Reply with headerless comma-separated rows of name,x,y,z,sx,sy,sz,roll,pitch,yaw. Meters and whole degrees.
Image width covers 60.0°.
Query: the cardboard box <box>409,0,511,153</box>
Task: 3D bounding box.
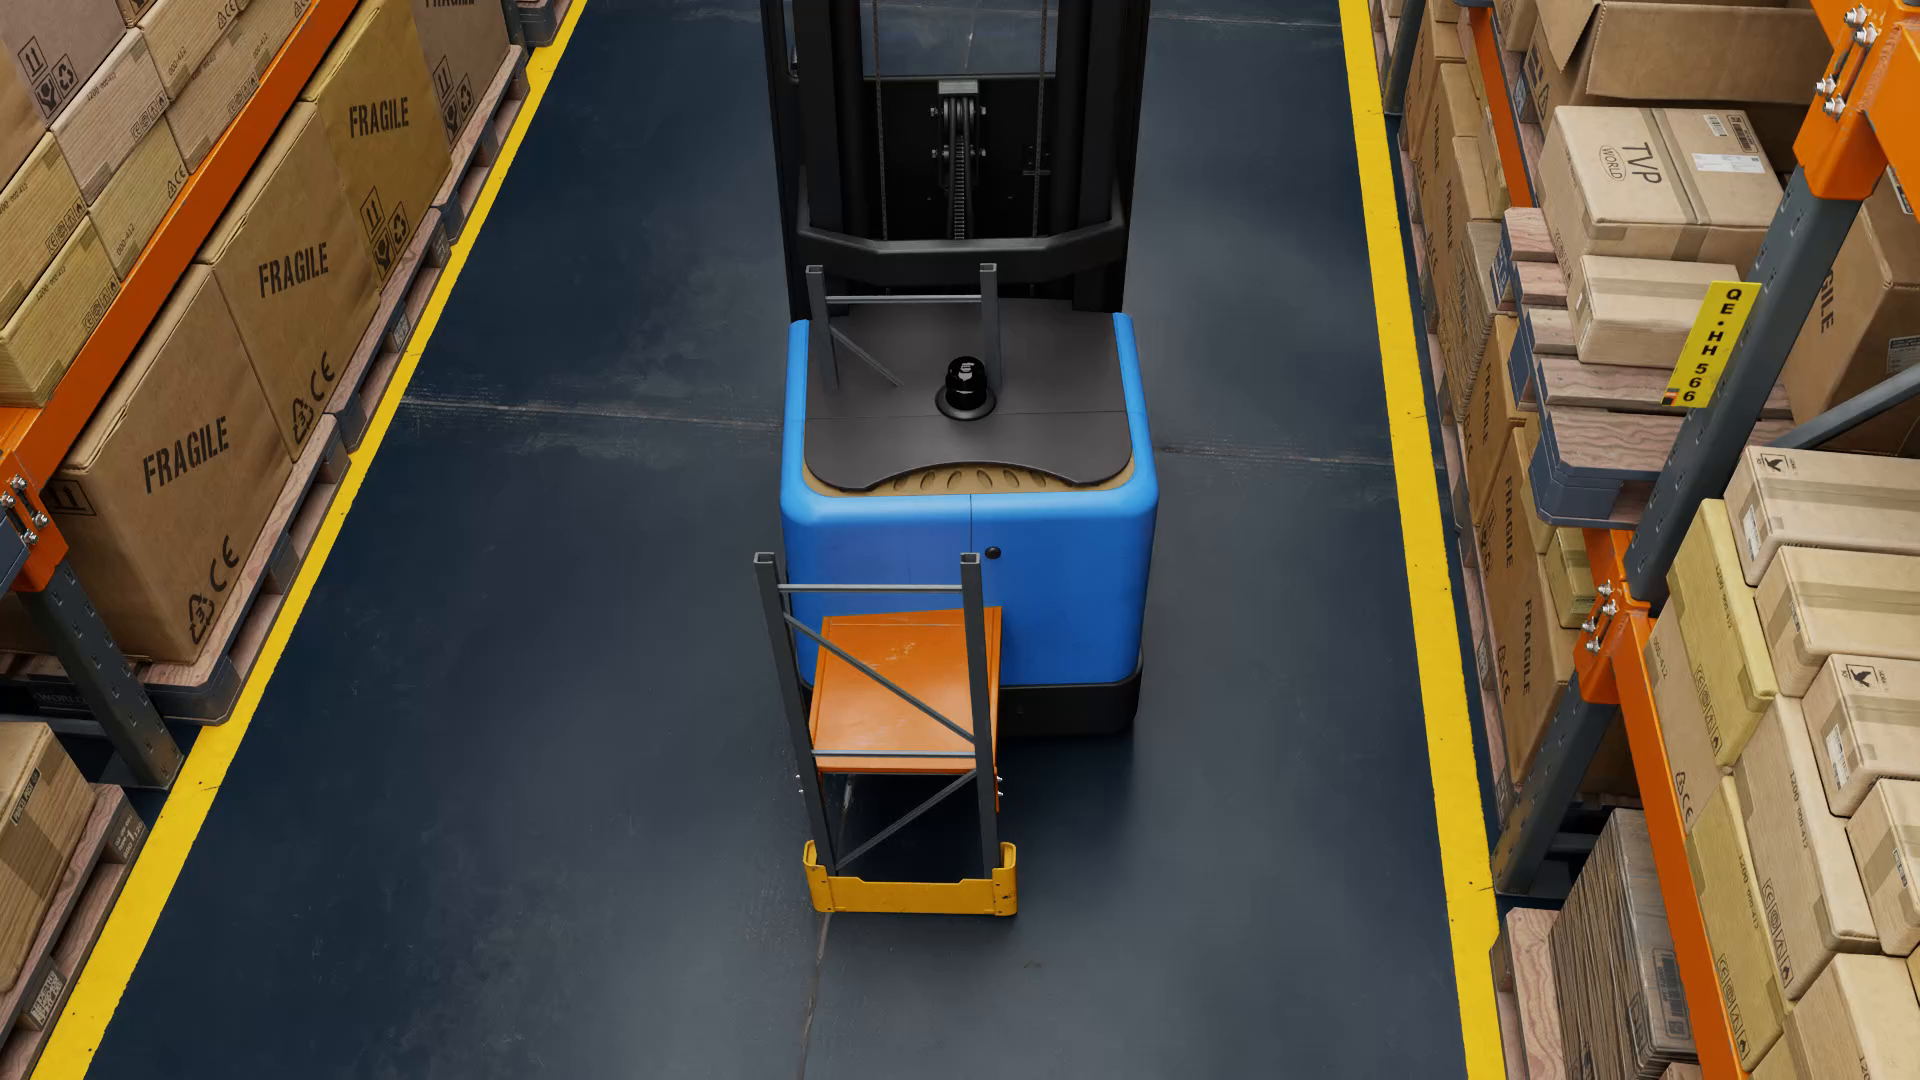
cardboard box,-2.505,-2.229,6.911,0.875,0.875,0.875,5,48,5

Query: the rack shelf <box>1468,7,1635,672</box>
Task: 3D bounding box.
rack shelf,2.232,-1.222,5.322,1.077,0.370,4.000,4,48,4

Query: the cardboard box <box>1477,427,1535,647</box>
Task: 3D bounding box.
cardboard box,1.931,0.015,5.113,0.500,0.500,0.500,3,48,3

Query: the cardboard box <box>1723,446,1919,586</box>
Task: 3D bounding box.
cardboard box,1.728,-0.033,3.240,0.380,0.149,0.250,5,48,5

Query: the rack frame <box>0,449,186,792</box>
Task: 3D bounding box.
rack frame,-2.893,-0.326,4.016,1.000,3.000,0.127,4,48,4

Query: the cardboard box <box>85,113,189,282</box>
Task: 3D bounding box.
cardboard box,-2.569,-0.997,4.730,0.500,0.250,0.500,3,48,2

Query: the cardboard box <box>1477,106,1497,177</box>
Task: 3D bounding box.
cardboard box,2.085,-1.424,5.990,0.380,0.149,0.250,4,48,3

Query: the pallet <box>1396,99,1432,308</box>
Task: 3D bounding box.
pallet,2.378,-1.393,6.881,1.003,0.211,1.213,4,48,4

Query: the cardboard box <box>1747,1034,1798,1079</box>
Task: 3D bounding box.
cardboard box,1.676,1.113,2.801,0.500,0.250,0.500,2,48,2

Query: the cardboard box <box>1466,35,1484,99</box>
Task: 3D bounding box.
cardboard box,2.157,-1.808,6.340,0.380,0.149,0.250,2,48,2

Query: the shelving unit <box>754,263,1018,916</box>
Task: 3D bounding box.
shelving unit,-0.141,0.164,4.565,0.587,1.500,1.083,0,48,4

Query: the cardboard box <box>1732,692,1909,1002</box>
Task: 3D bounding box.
cardboard box,1.720,0.564,2.964,0.500,0.250,0.500,5,48,5

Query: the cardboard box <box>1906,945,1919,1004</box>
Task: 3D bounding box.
cardboard box,1.703,0.733,2.539,0.380,0.149,0.250,4,48,4

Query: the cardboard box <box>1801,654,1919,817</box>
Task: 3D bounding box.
cardboard box,1.707,0.353,2.887,0.380,0.149,0.250,5,48,5

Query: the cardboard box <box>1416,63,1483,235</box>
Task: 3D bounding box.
cardboard box,2.108,-1.500,6.499,0.500,0.500,0.500,3,48,3

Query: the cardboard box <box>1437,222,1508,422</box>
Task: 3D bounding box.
cardboard box,2.005,-0.753,5.815,0.500,0.500,0.500,2,48,2

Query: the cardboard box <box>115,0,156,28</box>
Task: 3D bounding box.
cardboard box,-2.507,-1.788,4.607,0.500,0.500,0.500,5,48,5

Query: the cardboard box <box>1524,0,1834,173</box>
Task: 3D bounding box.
cardboard box,2.015,-1.384,4.628,0.797,0.503,0.637,3,48,3

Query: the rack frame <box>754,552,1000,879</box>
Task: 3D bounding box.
rack frame,-0.167,0.545,4.217,0.500,1.500,0.032,0,48,4

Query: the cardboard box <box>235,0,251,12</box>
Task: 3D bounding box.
cardboard box,-2.436,-1.917,5.233,0.500,0.250,0.500,5,48,4

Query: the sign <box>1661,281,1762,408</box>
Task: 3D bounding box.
sign,1.509,-0.389,3.342,0.100,0.325,0.005,4,48,4

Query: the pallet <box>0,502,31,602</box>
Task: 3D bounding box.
pallet,-2.852,0.269,3.601,1.213,0.211,1.003,4,48,4

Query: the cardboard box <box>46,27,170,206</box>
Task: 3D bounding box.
cardboard box,-2.553,-1.180,4.559,0.500,0.250,0.500,5,48,4

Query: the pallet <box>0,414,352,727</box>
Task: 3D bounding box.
pallet,-2.746,0.041,5.570,1.003,0.211,1.213,4,48,4

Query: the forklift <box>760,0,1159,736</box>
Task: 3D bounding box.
forklift,-0.022,-1.453,5.092,1.130,2.935,3.031,-1,48,-1

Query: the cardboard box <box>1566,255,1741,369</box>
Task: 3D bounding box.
cardboard box,1.728,-0.561,4.116,0.380,0.149,0.250,5,48,4

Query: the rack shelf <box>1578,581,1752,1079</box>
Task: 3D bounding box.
rack shelf,1.868,1.717,2.634,1.077,0.370,4.000,4,48,4

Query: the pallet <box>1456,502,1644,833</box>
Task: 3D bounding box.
pallet,2.156,0.400,5.241,1.003,0.211,1.213,4,48,4

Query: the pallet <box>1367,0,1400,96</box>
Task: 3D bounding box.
pallet,2.478,-2.498,7.892,1.003,0.211,1.213,4,48,4

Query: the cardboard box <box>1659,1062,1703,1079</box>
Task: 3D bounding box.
cardboard box,1.928,1.603,3.576,0.875,0.625,0.625,5,48,5

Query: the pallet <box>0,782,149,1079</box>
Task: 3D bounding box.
pallet,-2.966,1.189,4.519,1.003,0.211,1.213,4,48,4

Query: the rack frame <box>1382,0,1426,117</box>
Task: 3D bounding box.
rack frame,2.415,-2.934,6.401,1.000,3.000,0.127,4,48,4

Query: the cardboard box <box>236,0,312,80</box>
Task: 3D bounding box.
cardboard box,-2.474,-1.745,5.415,0.500,0.250,0.500,4,48,4

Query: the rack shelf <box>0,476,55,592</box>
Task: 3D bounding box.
rack shelf,-3.075,1.386,2.937,1.077,0.370,4.000,4,48,4

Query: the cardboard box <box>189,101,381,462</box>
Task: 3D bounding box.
cardboard box,-2.662,-0.908,5.703,0.875,0.875,0.875,4,48,4

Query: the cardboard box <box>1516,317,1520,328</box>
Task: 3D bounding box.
cardboard box,1.996,-0.660,5.290,0.380,0.149,0.250,3,48,3

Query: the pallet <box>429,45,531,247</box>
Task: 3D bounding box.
pallet,-2.524,-1.752,7.210,1.003,0.211,1.213,4,48,4

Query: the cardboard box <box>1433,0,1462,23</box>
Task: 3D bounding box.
cardboard box,2.117,-2.206,6.704,0.380,0.149,0.250,6,48,5

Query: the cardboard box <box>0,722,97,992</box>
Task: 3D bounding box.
cardboard box,-2.955,0.833,4.451,0.950,0.372,0.625,1,48,1

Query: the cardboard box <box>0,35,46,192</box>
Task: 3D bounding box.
cardboard box,-2.605,-1.043,3.926,0.500,0.500,0.500,2,48,2

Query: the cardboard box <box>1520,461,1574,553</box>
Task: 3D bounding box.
cardboard box,1.837,-0.095,4.774,0.380,0.149,0.250,2,48,2

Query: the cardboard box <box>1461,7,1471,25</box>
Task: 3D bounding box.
cardboard box,2.141,-2.112,6.417,0.380,0.149,0.250,2,48,2

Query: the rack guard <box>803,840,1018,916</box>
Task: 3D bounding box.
rack guard,-0.134,0.953,4.690,0.587,0.250,0.087,0,48,4

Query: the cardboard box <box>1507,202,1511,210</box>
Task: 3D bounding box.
cardboard box,2.065,-1.042,5.640,0.380,0.149,0.250,4,48,4

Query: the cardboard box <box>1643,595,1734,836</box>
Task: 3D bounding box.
cardboard box,1.766,0.365,3.485,0.500,0.250,0.500,4,48,4
